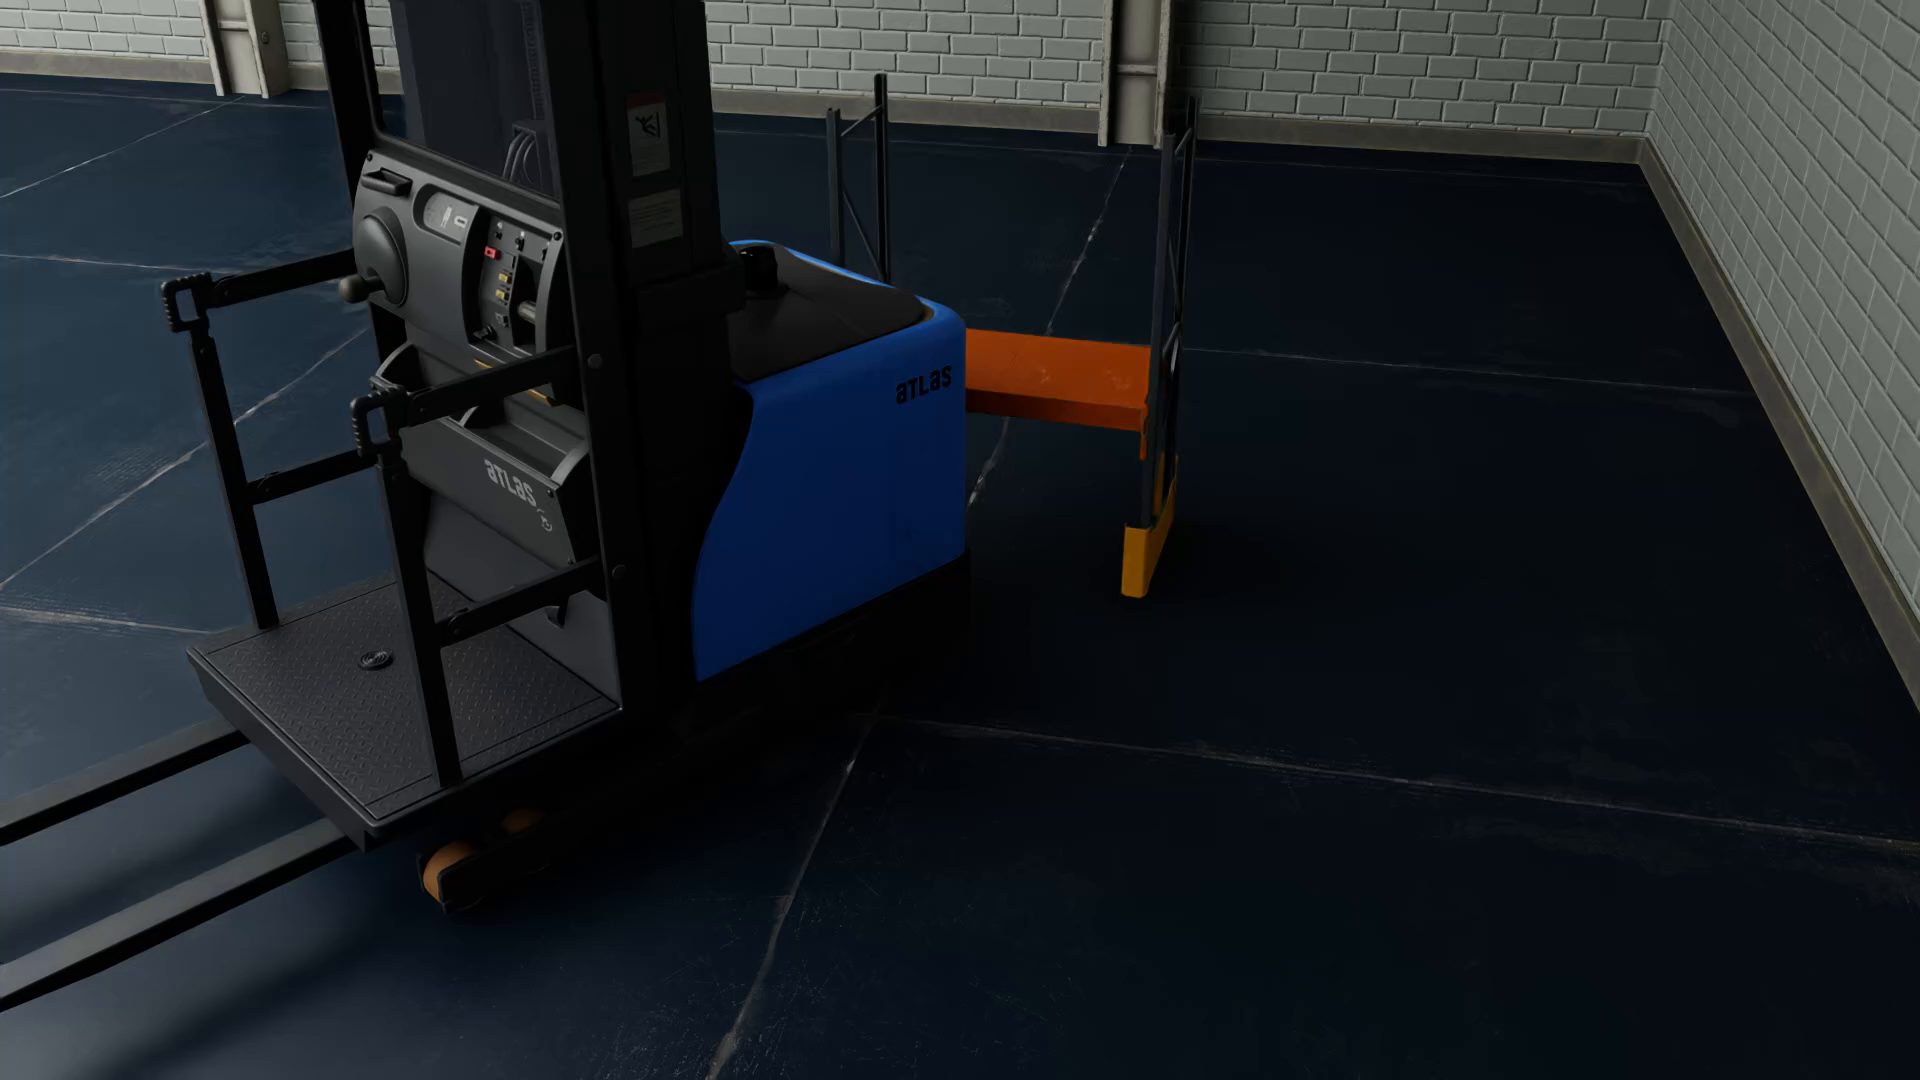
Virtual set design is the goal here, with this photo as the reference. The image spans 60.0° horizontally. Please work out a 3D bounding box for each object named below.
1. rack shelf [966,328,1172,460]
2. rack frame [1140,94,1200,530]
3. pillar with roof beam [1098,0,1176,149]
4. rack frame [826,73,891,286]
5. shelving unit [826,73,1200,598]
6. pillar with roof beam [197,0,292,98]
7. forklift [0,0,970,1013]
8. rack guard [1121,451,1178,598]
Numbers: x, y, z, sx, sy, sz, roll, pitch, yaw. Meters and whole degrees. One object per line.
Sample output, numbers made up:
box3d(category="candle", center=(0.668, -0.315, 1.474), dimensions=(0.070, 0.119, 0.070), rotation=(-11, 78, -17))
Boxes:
box3d(category="rack shelf", center=(0.170, -0.515, 5.503), dimensions=(1.000, 0.185, 0.538), rotation=(8, 30, 14))
box3d(category="rack frame", center=(0.660, -0.606, 5.295), dimensions=(0.032, 1.500, 0.500), rotation=(8, 30, 14))
box3d(category="pillar with roof beam", center=(0.168, -4.383, 4.384), dimensions=(0.400, 9.000, 9.100), rotation=(6, 29, 11))
box3d(category="rack frame", center=(-0.319, -0.739, 5.538), dimensions=(0.032, 1.500, 0.500), rotation=(8, 30, 14))
box3d(category="shelving unit", center=(0.162, -0.674, 5.419), dimensions=(1.083, 1.500, 0.587), rotation=(8, 30, 14))
box3d(category="pillar with roof beam", center=(-5.700, -4.984, 5.483), dimensions=(0.400, 9.000, 9.100), rotation=(6, 29, 11))
box3d(category="forklift", center=(-1.374, -0.658, 3.899), dimensions=(3.031, 2.935, 1.130), rotation=(-25, 37, -38))
box3d(category="rack guard", center=(0.641, -0.060, 5.600), dimensions=(0.087, 0.250, 0.587), rotation=(8, 30, 14))
